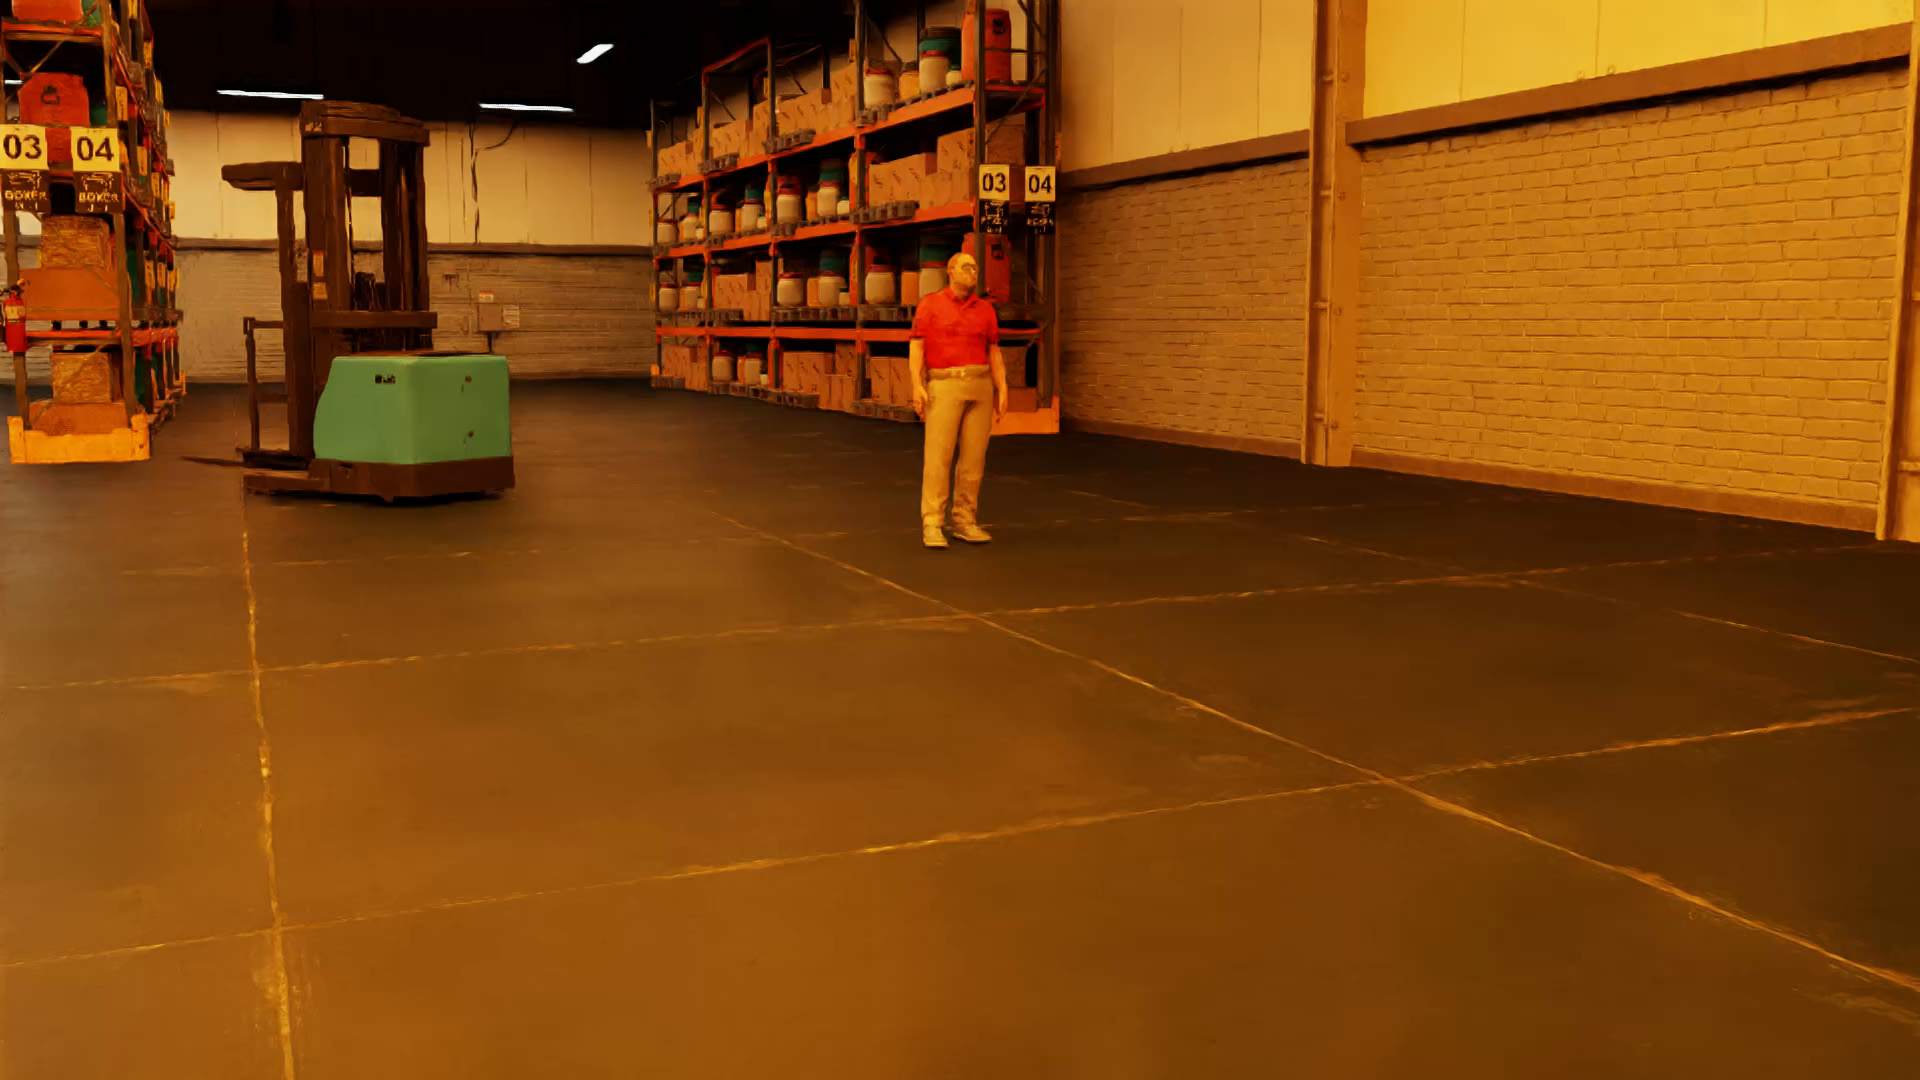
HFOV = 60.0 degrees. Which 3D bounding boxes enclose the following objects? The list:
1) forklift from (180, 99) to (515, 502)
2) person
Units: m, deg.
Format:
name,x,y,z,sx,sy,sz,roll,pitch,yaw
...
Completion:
name,x,y,z,sx,sy,sz,roll,pitch,yaw
forklift,-4.933,-1.845,12.937,3.031,2.935,1.130,5,9,32
person,0.025,-0.853,9.954,0.640,1.726,0.550,-3,8,-23
